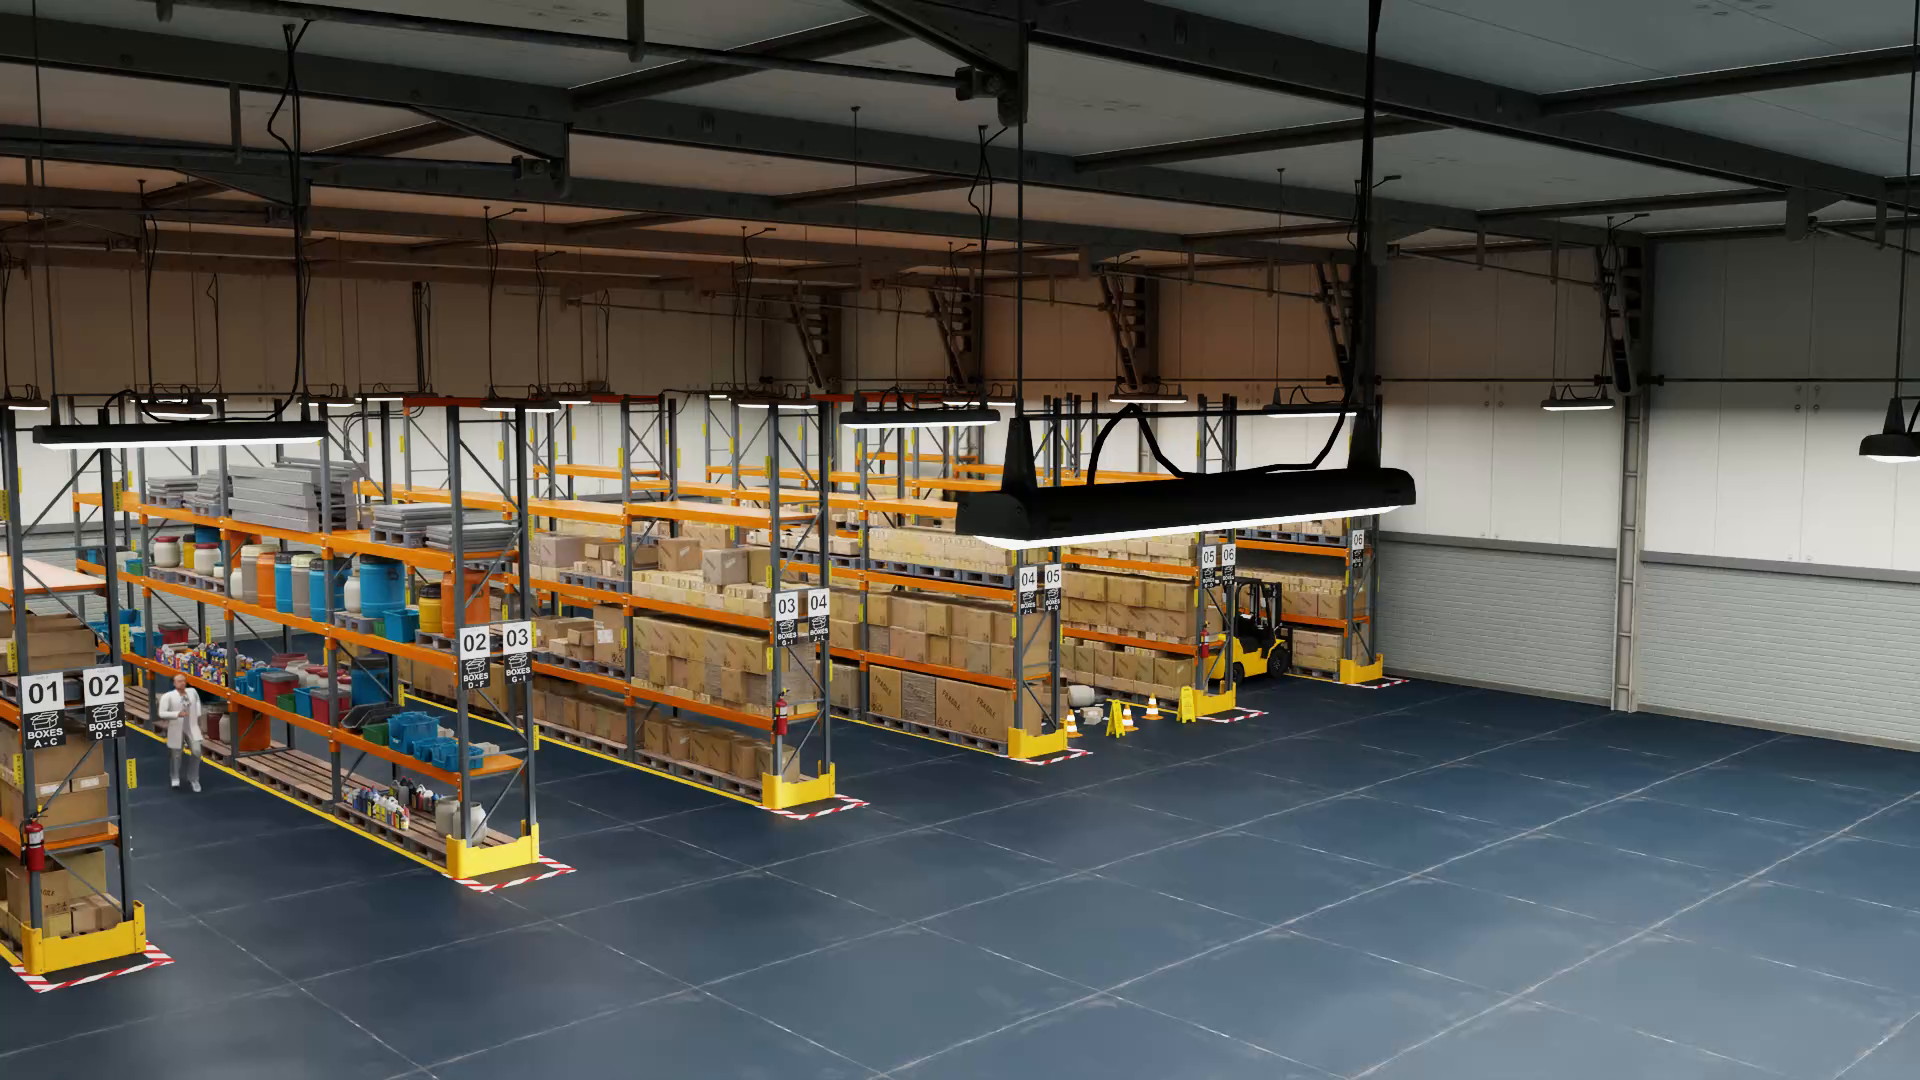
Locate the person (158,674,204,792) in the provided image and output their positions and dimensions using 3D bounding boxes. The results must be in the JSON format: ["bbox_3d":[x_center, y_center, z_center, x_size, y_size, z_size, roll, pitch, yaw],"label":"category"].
[{"bbox_3d":[-11.971,2.979,25.595,0.709,1.856,0.840,-5,8,-43],"label":"person"}]

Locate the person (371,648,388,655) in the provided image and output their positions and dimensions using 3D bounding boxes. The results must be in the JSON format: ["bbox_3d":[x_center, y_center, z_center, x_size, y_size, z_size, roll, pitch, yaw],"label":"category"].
[{"bbox_3d":[-10.971,2.482,31.745,0.553,1.584,0.657,-4,7,-38],"label":"person"}]
